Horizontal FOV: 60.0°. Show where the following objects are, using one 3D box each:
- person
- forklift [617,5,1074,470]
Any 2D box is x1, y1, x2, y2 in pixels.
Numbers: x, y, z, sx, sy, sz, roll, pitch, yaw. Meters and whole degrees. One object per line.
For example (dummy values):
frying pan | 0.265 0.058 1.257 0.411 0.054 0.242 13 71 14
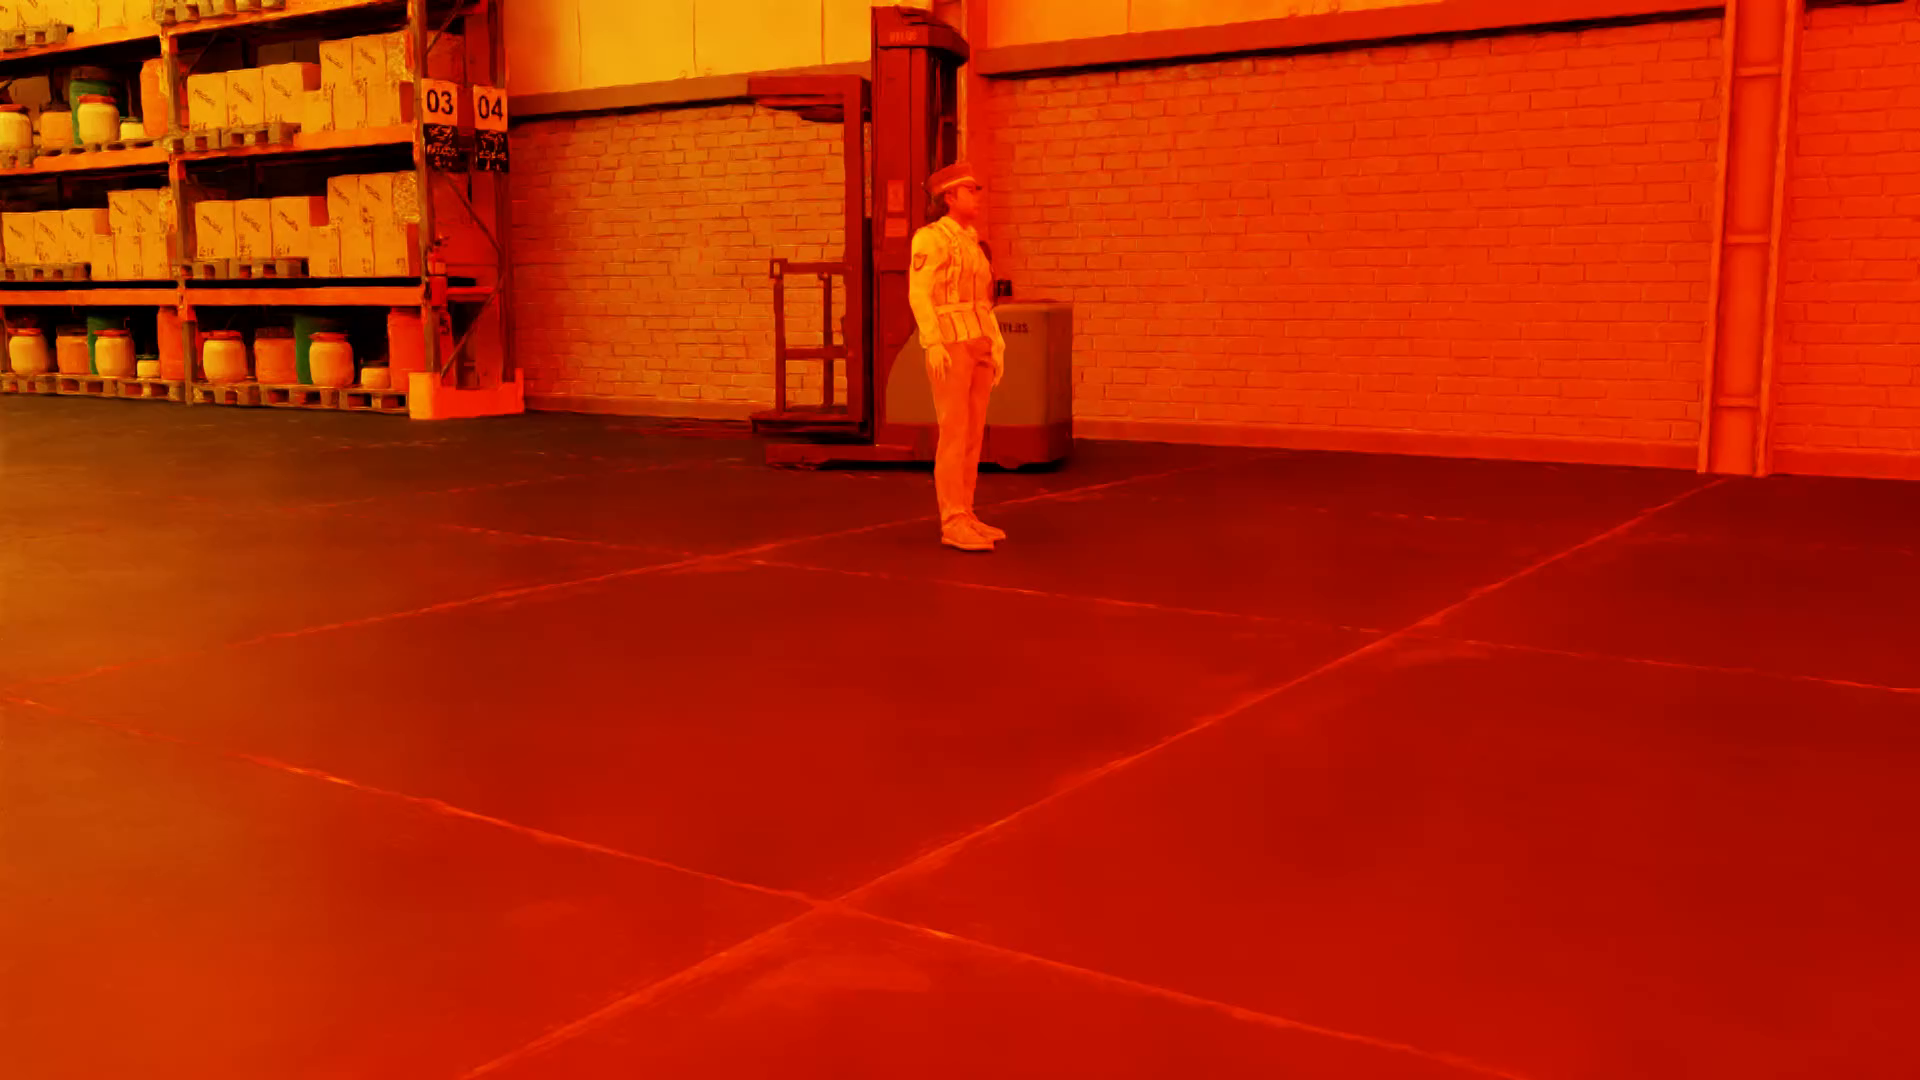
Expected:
person | 0.052 -0.840 7.440 0.532 1.695 0.586 5 10 34
forklift | -0.796 -1.984 11.146 3.031 2.935 1.130 2 8 14
